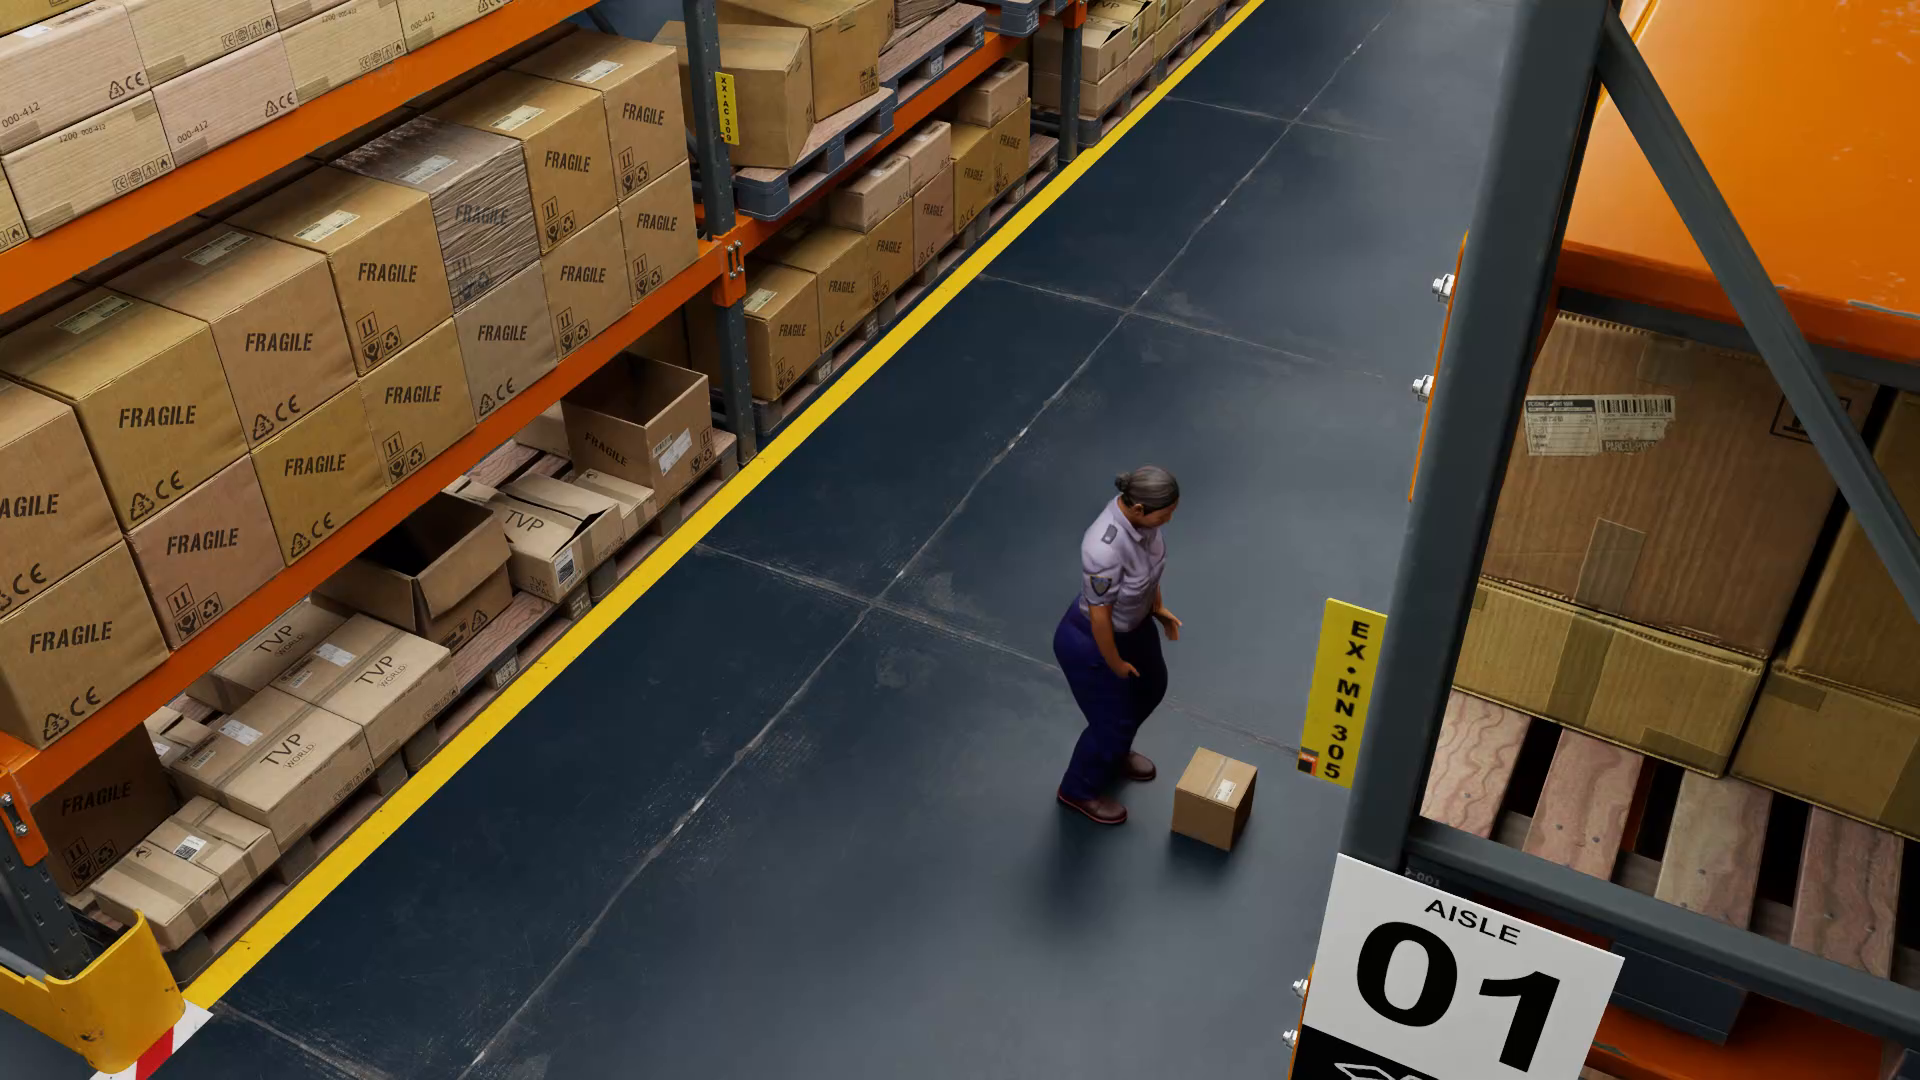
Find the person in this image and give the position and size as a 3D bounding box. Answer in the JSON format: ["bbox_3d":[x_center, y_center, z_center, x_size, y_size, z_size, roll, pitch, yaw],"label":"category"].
[{"bbox_3d":[0.598,0.359,6.349,0.396,1.604,0.496,19,42,22],"label":"person"}]
